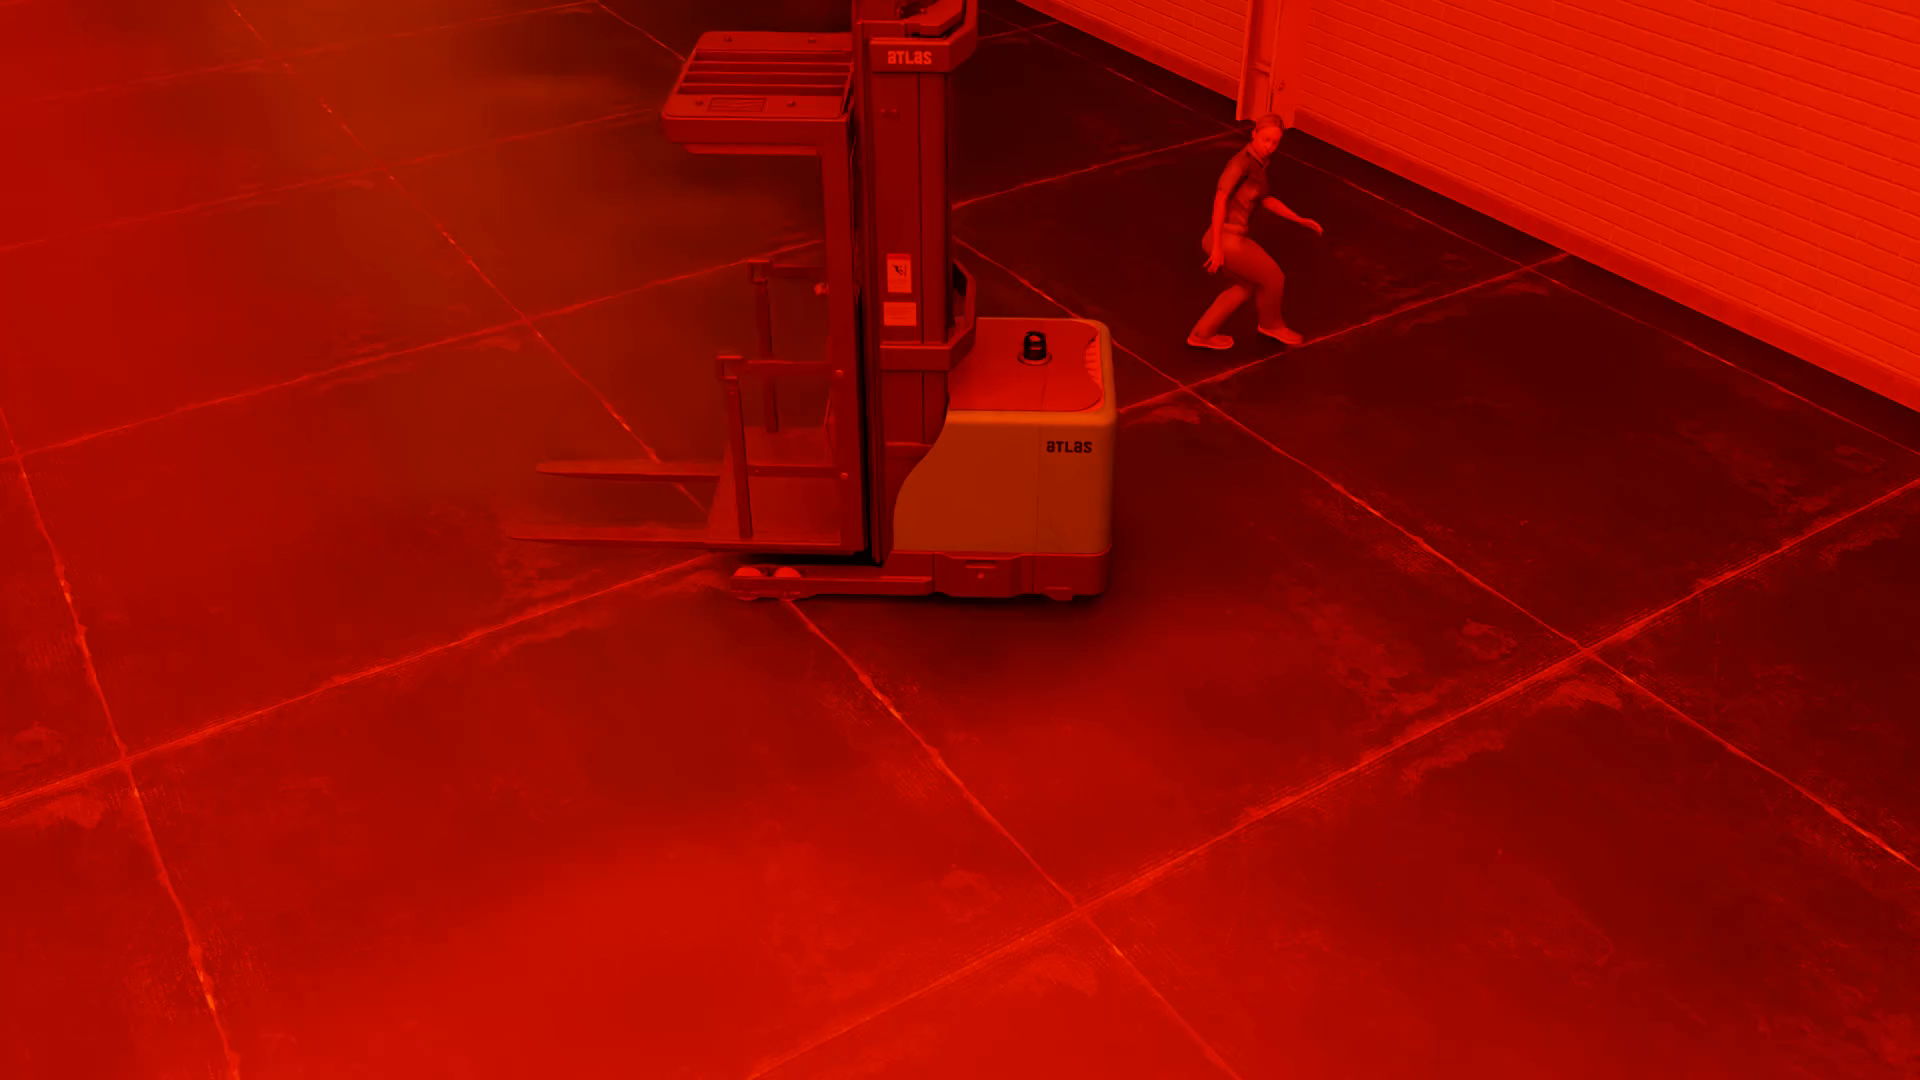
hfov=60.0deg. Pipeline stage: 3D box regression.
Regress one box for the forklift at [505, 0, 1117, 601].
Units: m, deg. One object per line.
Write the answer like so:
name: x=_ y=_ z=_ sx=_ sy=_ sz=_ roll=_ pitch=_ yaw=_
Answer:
forklift: x=-0.758 y=-1.198 z=7.852 sx=3.031 sy=2.935 sz=1.130 roll=1 pitch=35 yaw=2

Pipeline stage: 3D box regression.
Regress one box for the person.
person: x=1.795 y=-1.766 z=9.924 sx=0.744 sy=1.501 sz=0.688 roll=1 pitch=35 yaw=1
